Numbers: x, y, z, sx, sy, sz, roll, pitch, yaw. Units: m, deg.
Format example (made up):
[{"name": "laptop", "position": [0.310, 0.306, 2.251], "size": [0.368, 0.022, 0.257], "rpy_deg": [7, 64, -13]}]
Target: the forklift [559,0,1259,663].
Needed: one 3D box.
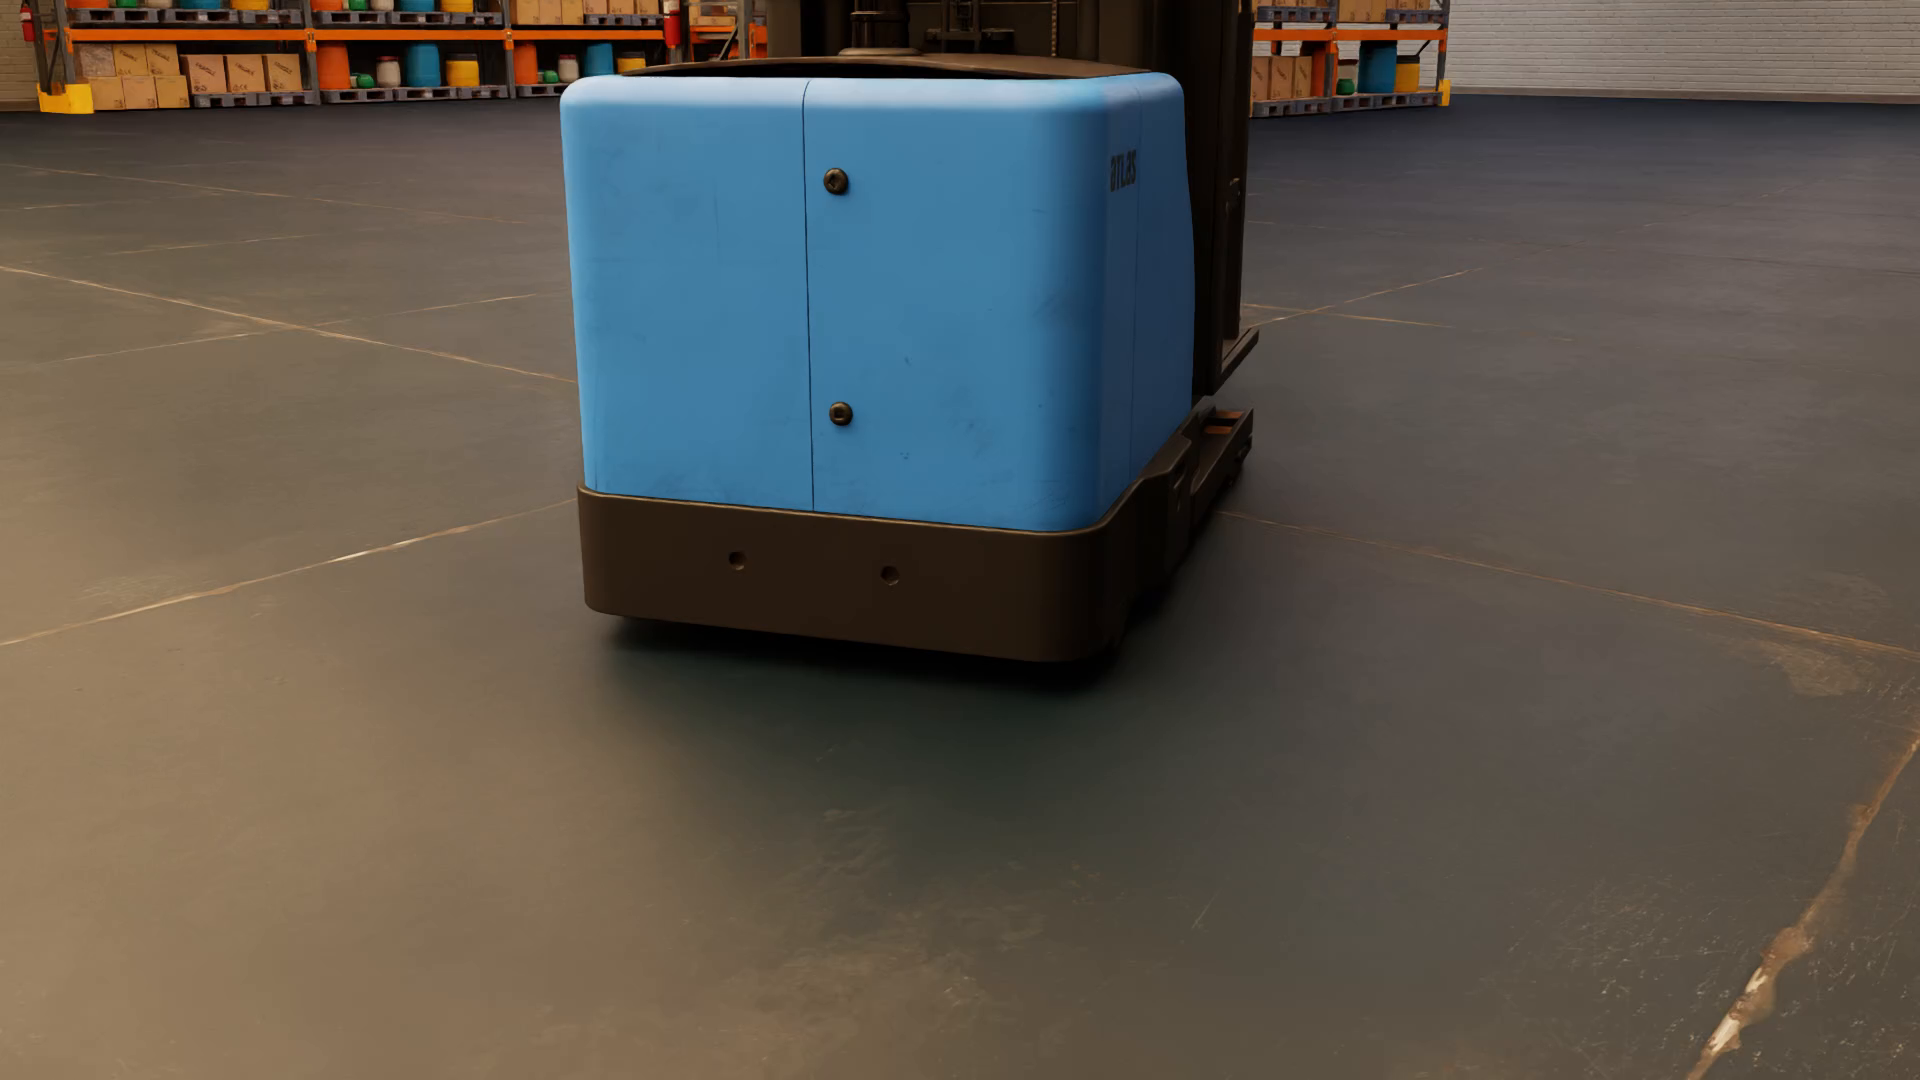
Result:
[{"name": "forklift", "position": [0.182, -1.571, 4.072], "size": [1.130, 2.935, 3.031], "rpy_deg": [5, 18, 17]}]
